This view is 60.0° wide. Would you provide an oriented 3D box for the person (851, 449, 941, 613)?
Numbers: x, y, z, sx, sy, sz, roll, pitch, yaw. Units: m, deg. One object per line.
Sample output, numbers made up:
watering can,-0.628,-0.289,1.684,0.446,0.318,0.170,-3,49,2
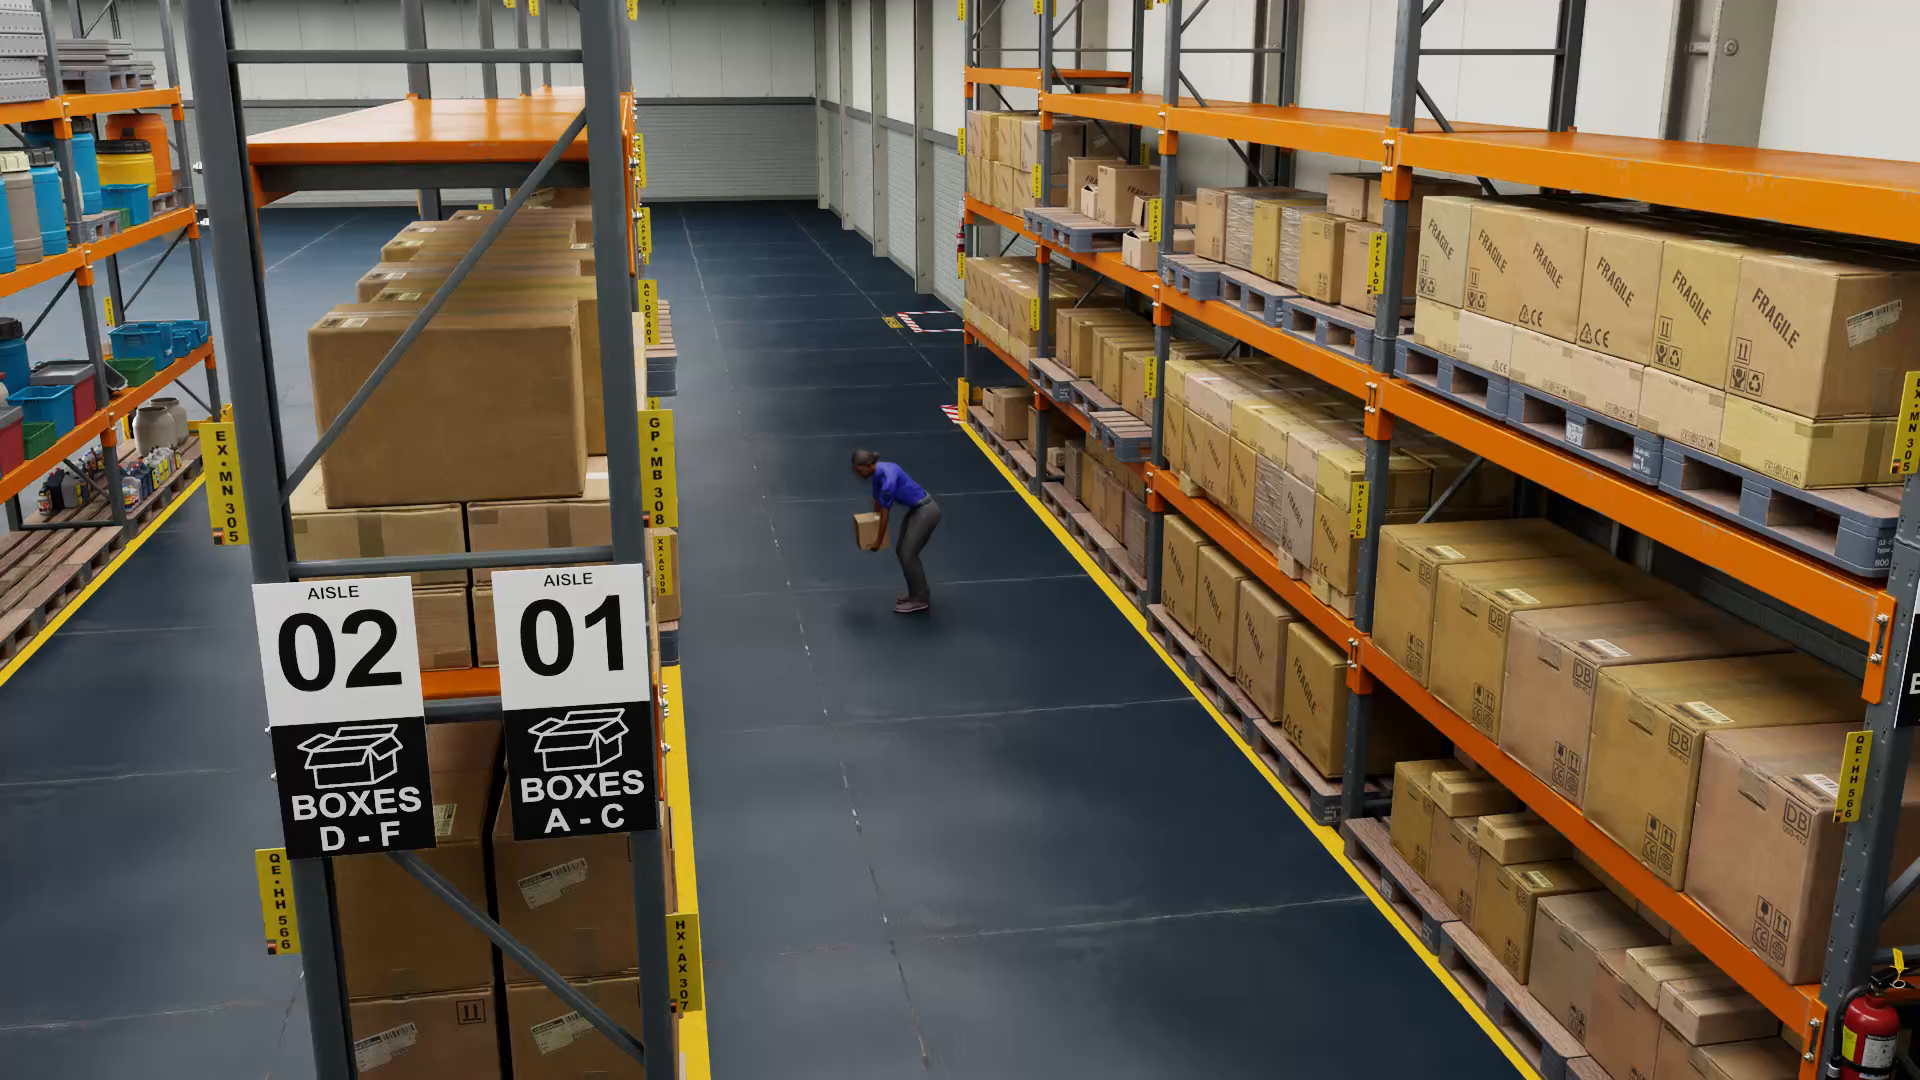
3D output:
person,-0.530,-0.094,13.842,0.740,1.395,0.402,-4,17,-12
